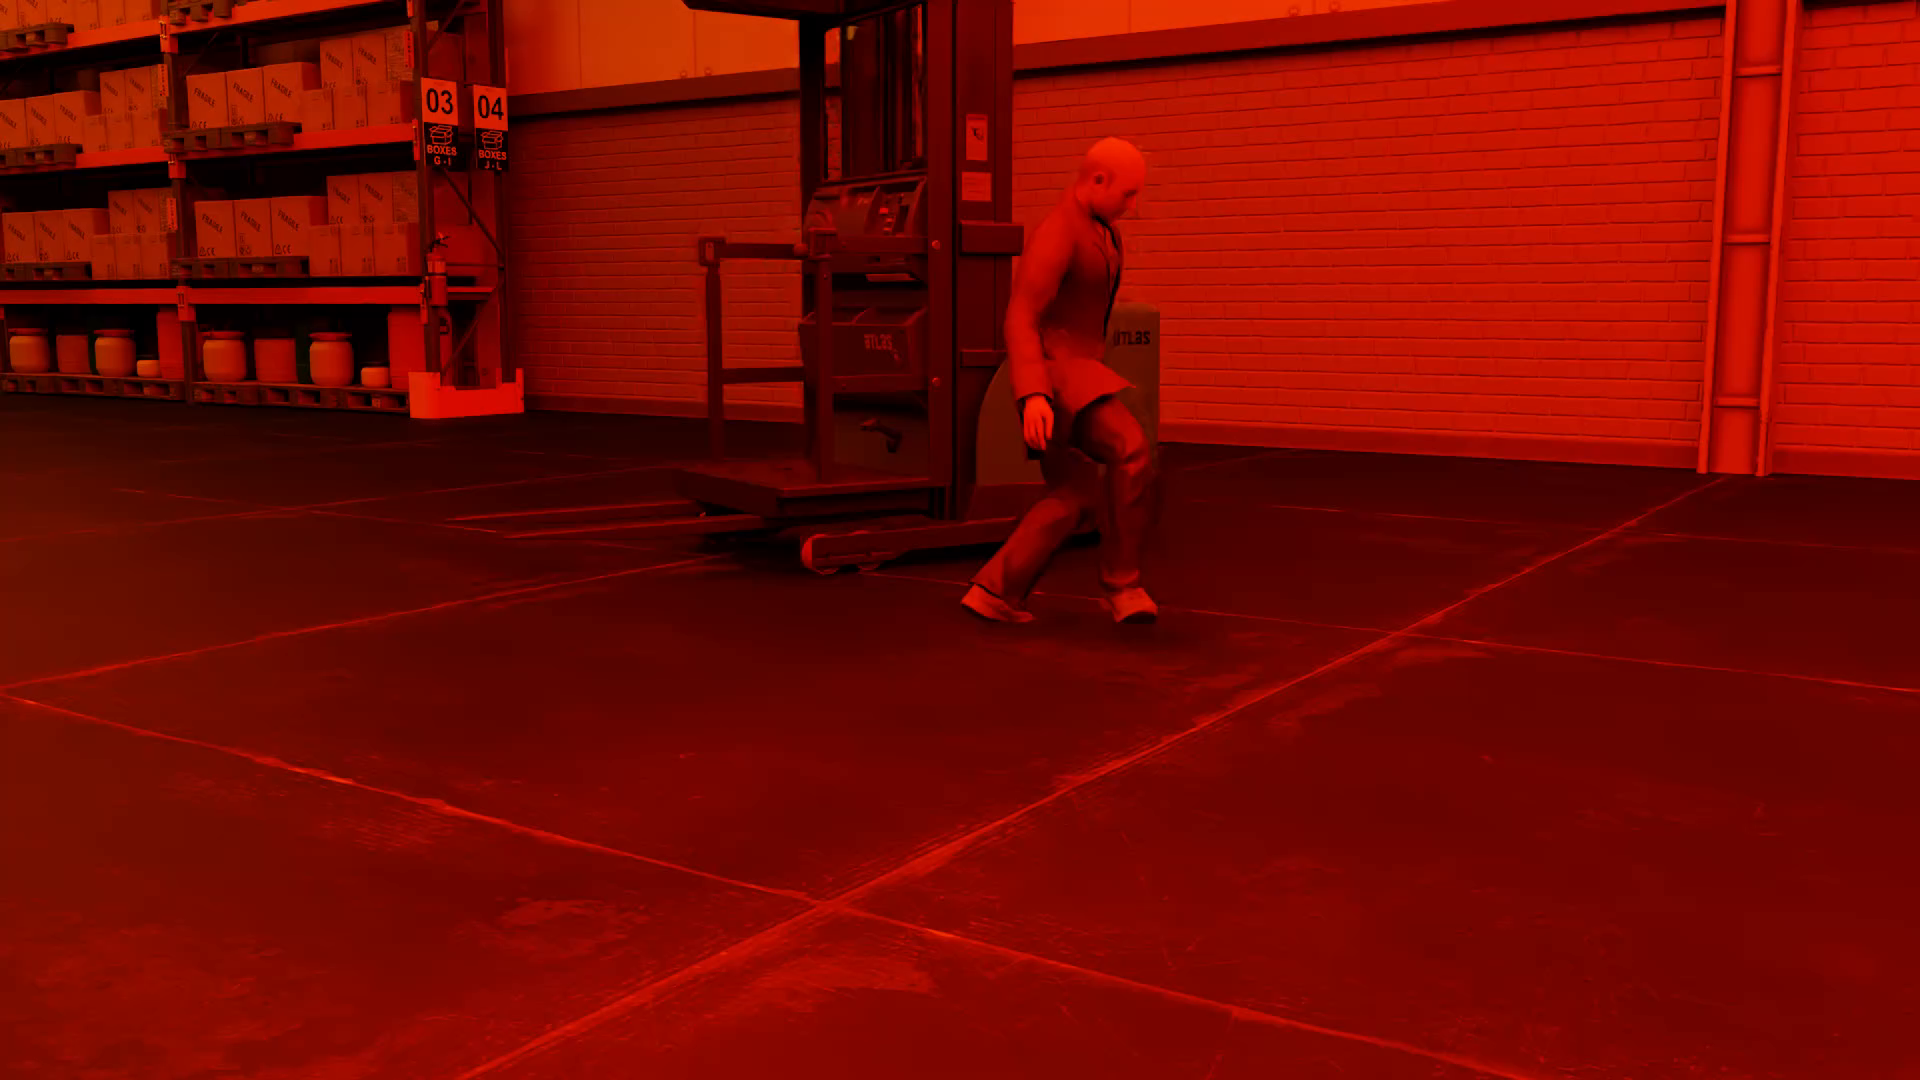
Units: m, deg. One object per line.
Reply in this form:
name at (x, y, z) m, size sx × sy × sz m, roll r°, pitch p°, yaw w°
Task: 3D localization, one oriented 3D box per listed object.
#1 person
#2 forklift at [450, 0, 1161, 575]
person at (0.390, -0.490, 5.692) m, size 0.689 × 1.688 × 1.255 m, roll 2°, pitch 8°, yaw 12°
forklift at (-0.590, -1.396, 7.006) m, size 3.031 × 2.935 × 1.130 m, roll -5°, pitch 10°, yaw -33°
